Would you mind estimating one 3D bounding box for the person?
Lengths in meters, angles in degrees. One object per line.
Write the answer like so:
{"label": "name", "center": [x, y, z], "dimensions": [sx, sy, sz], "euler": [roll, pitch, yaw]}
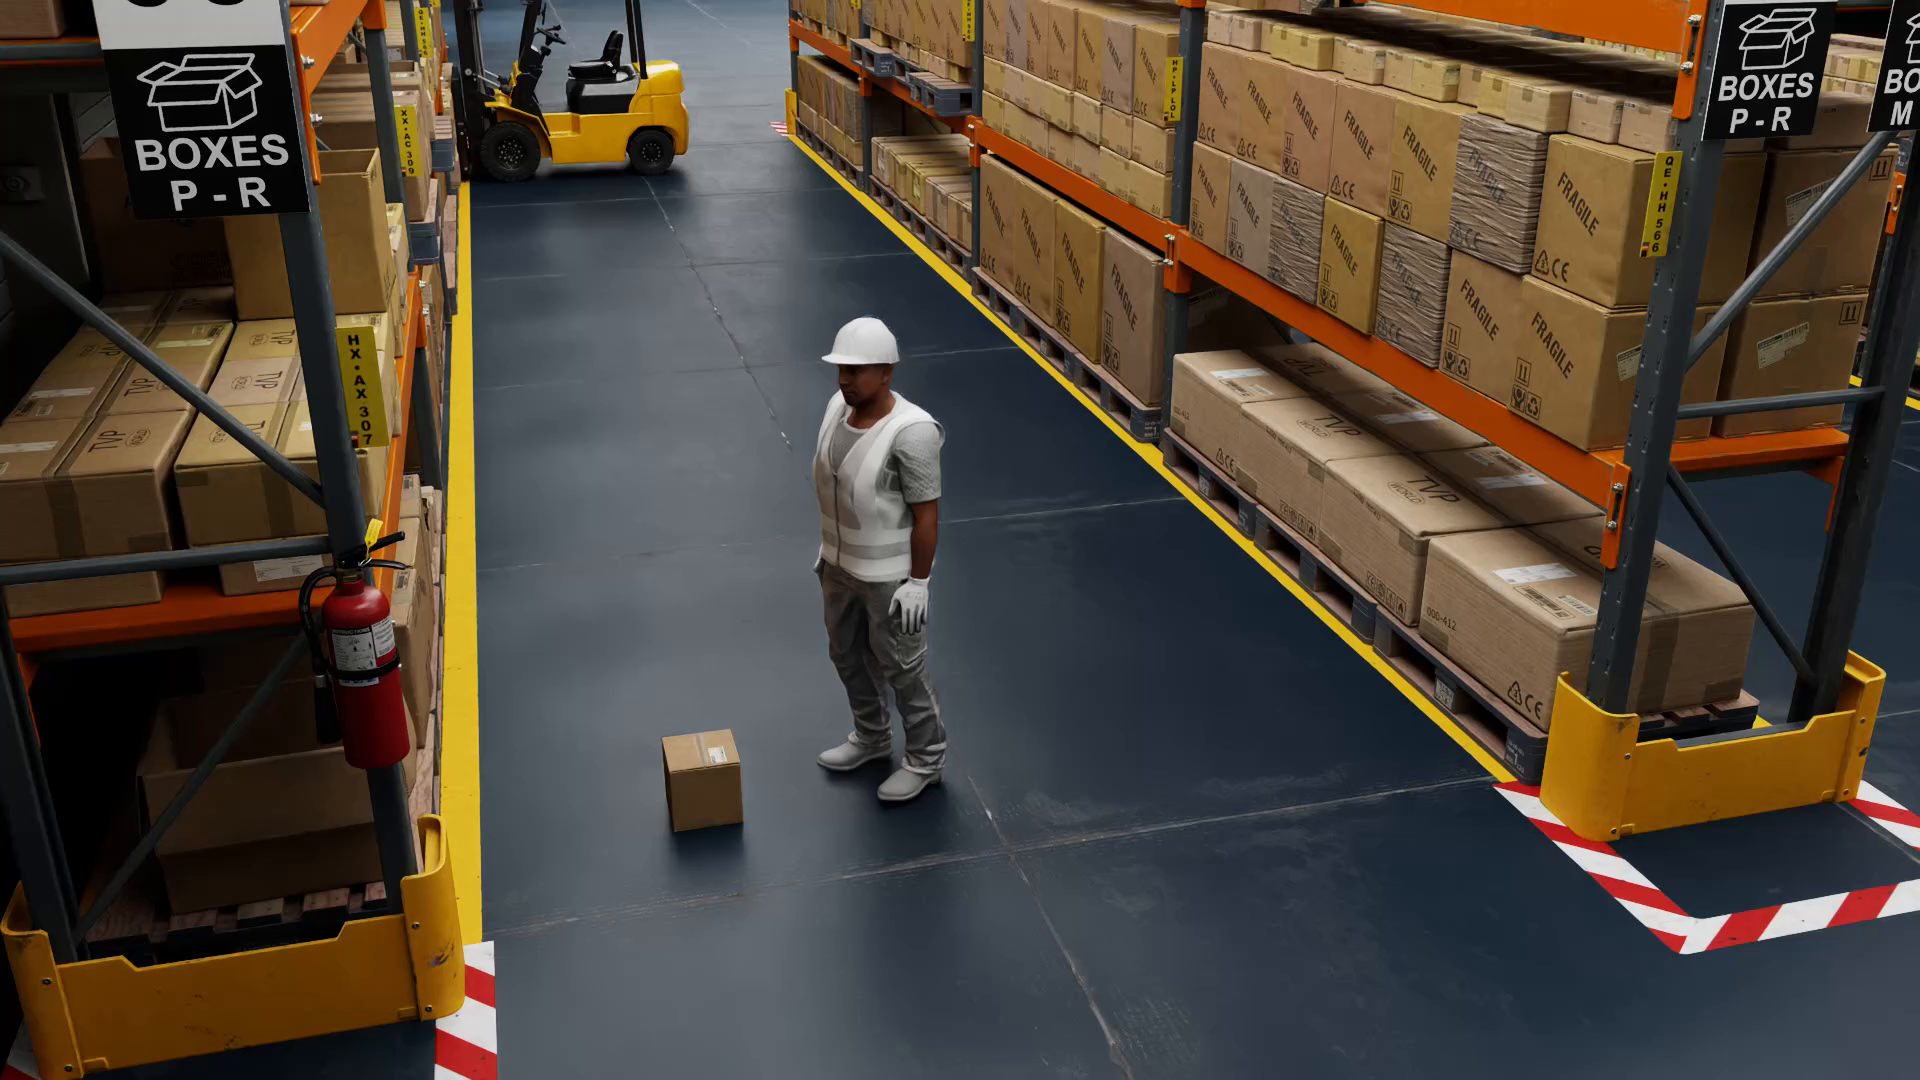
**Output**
{"label": "person", "center": [-0.294, 0.077, 5.838], "dimensions": [0.398, 1.776, 0.596], "euler": [-18, 29, -36]}
